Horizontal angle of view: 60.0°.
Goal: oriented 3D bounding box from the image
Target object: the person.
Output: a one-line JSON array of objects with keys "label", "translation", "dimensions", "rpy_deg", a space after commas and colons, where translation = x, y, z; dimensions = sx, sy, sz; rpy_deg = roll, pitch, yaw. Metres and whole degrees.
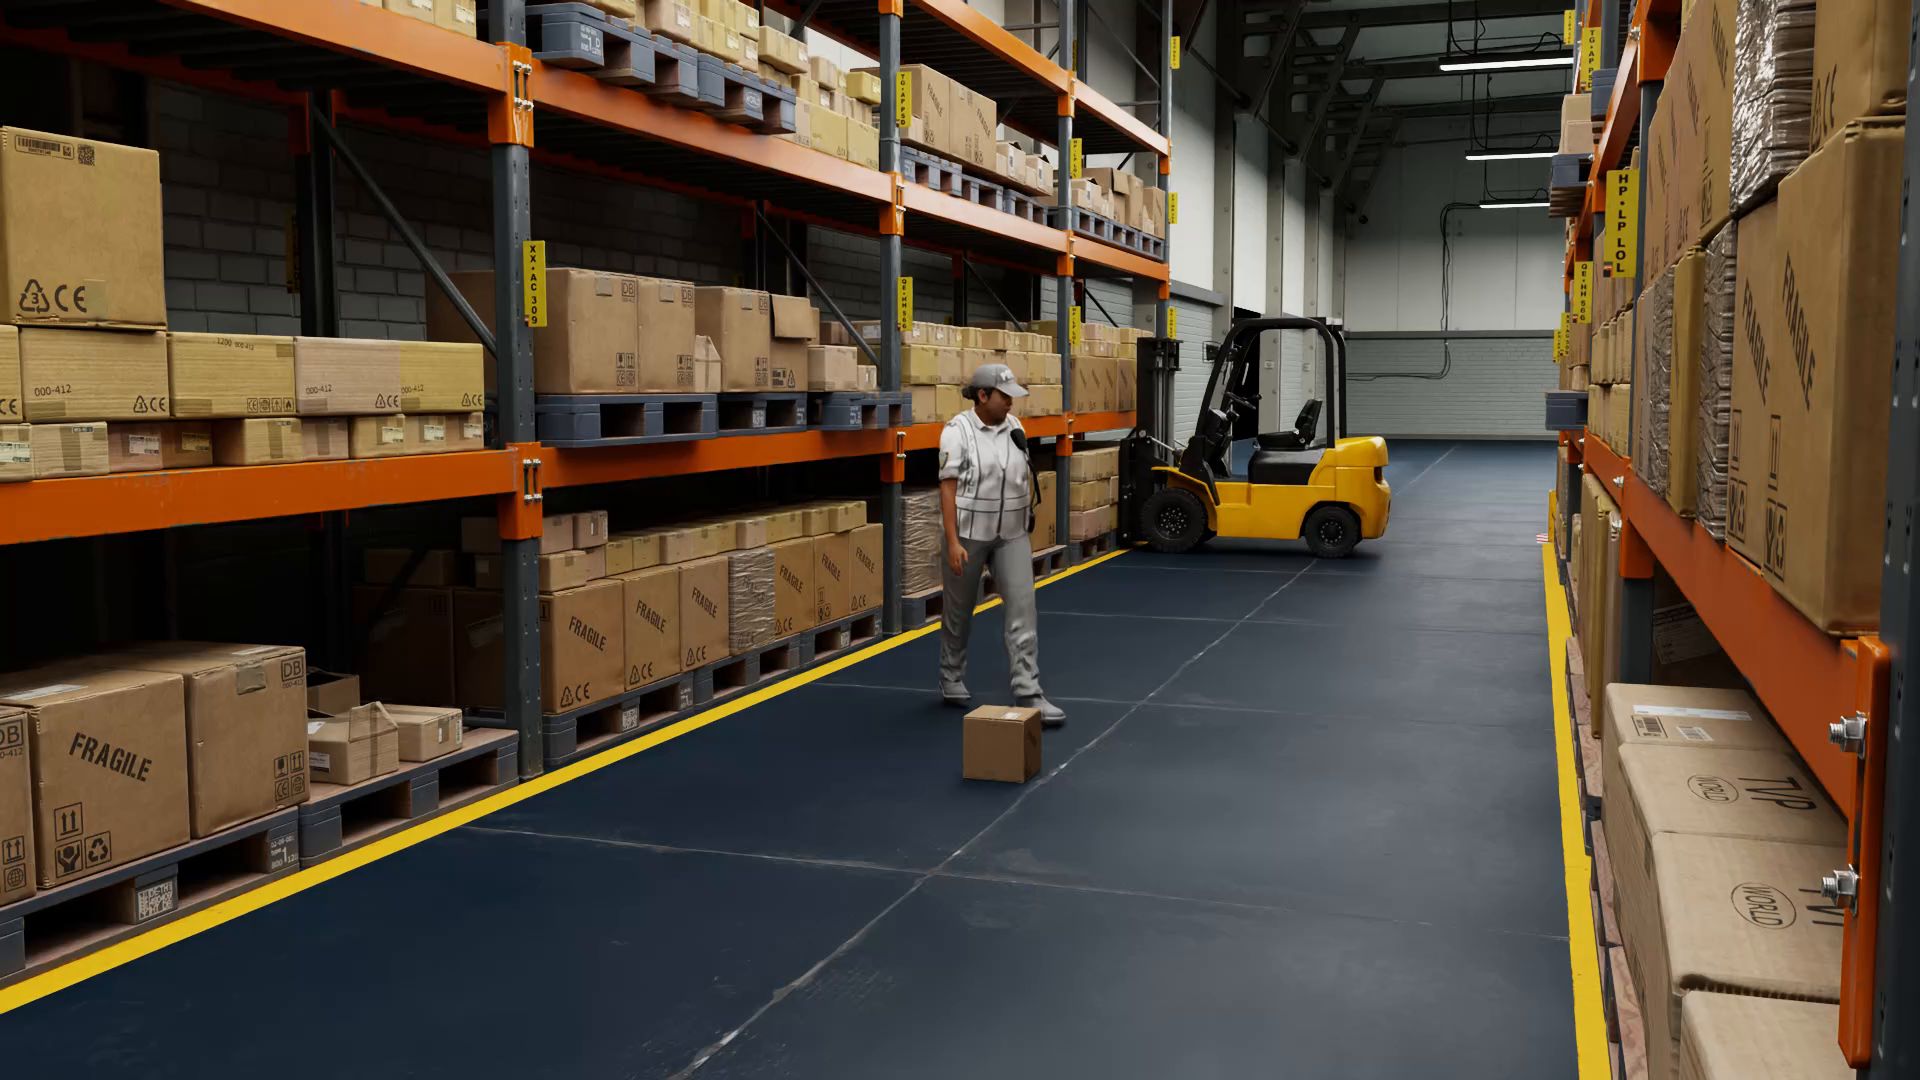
[{"label": "person", "translation": [0.127, -0.012, 7.784], "dimensions": [0.490, 1.629, 0.854], "rpy_deg": [-2, 6, -20]}]
